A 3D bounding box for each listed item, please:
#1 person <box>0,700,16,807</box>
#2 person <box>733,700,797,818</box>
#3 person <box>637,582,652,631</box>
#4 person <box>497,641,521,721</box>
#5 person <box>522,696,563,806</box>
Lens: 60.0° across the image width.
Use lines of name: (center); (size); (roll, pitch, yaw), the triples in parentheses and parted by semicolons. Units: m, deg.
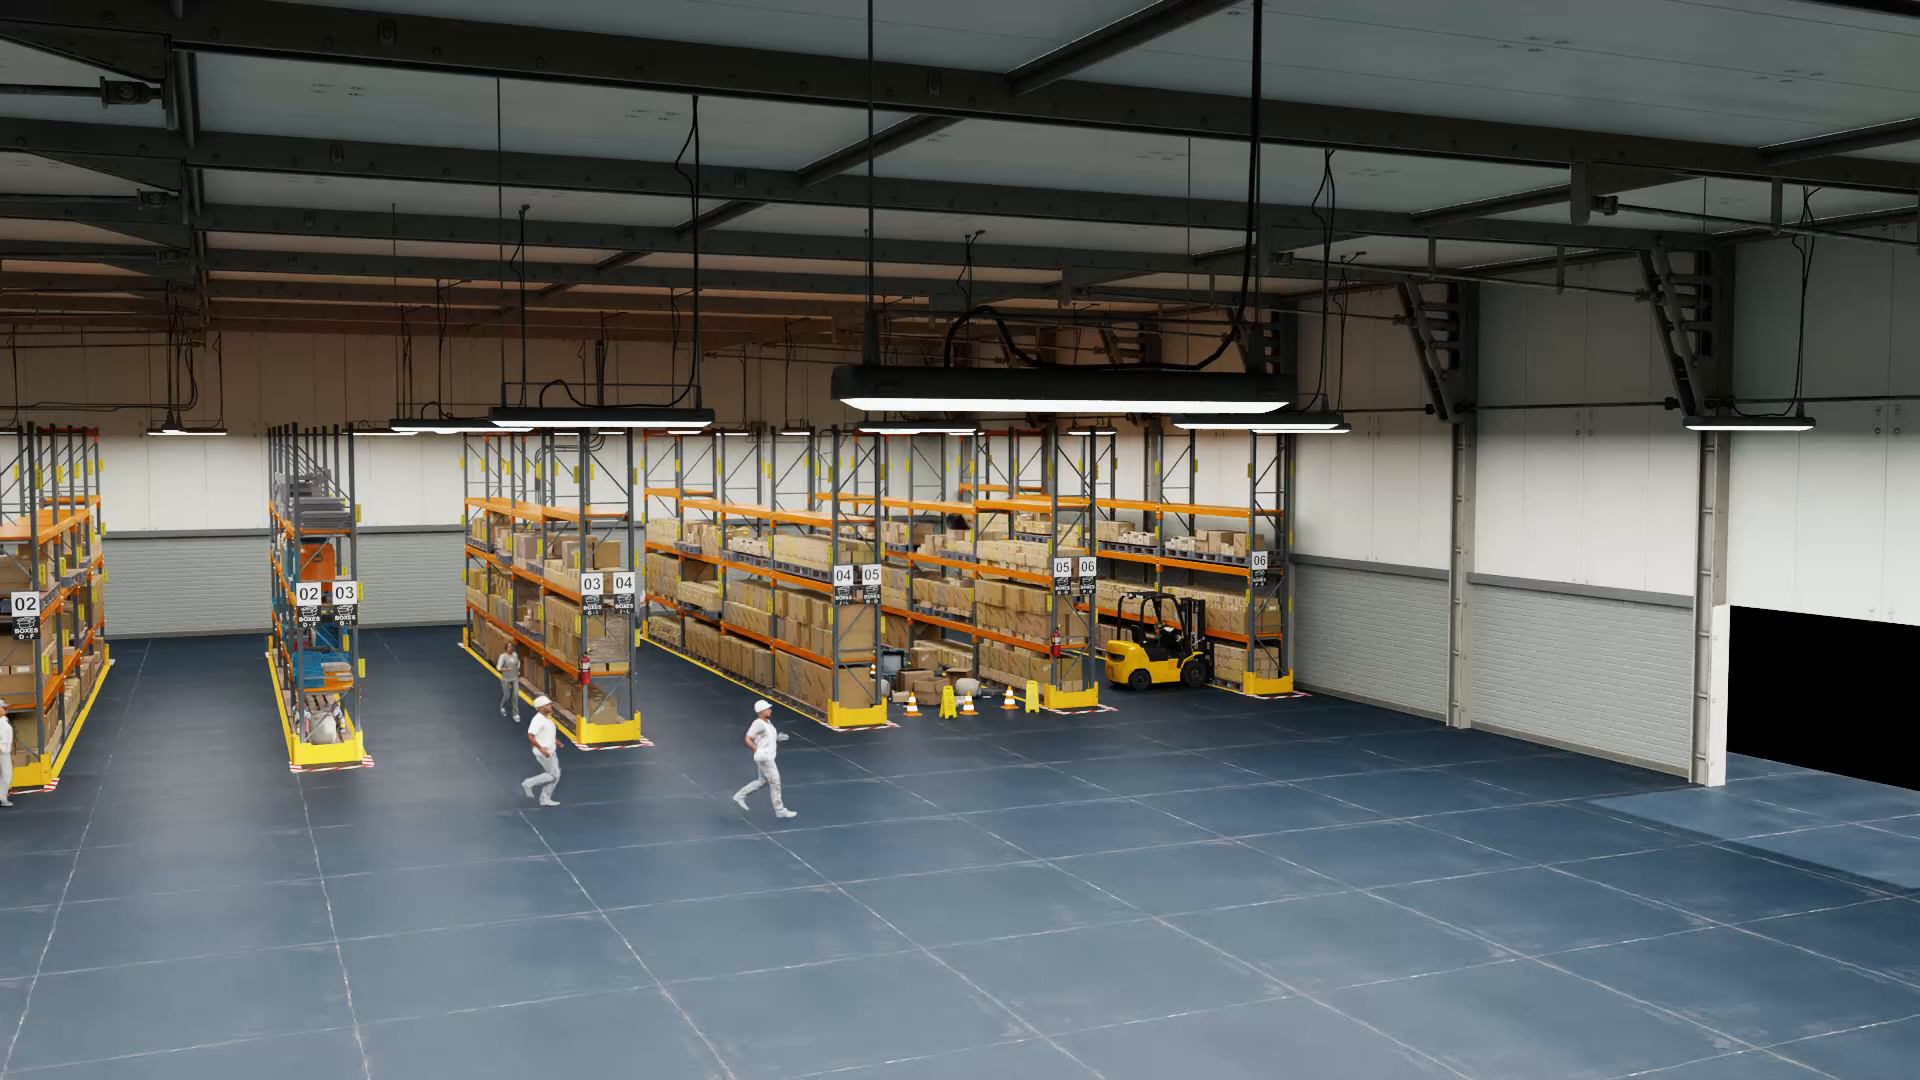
person: (-15.080, 3.321, 26.005); (0.748, 1.633, 0.684); (0, 3, 4)
person: (-2.948, 3.289, 25.028); (0.986, 1.763, 0.693); (0, 3, 0)
person: (-9.313, 1.898, 49.099); (0.593, 1.684, 0.750); (0, 4, -6)
person: (-9.098, 2.850, 33.626); (0.545, 1.556, 0.873); (-2, 4, -34)
person: (-6.502, 3.286, 25.867); (0.587, 1.720, 0.707); (0, 3, -1)
